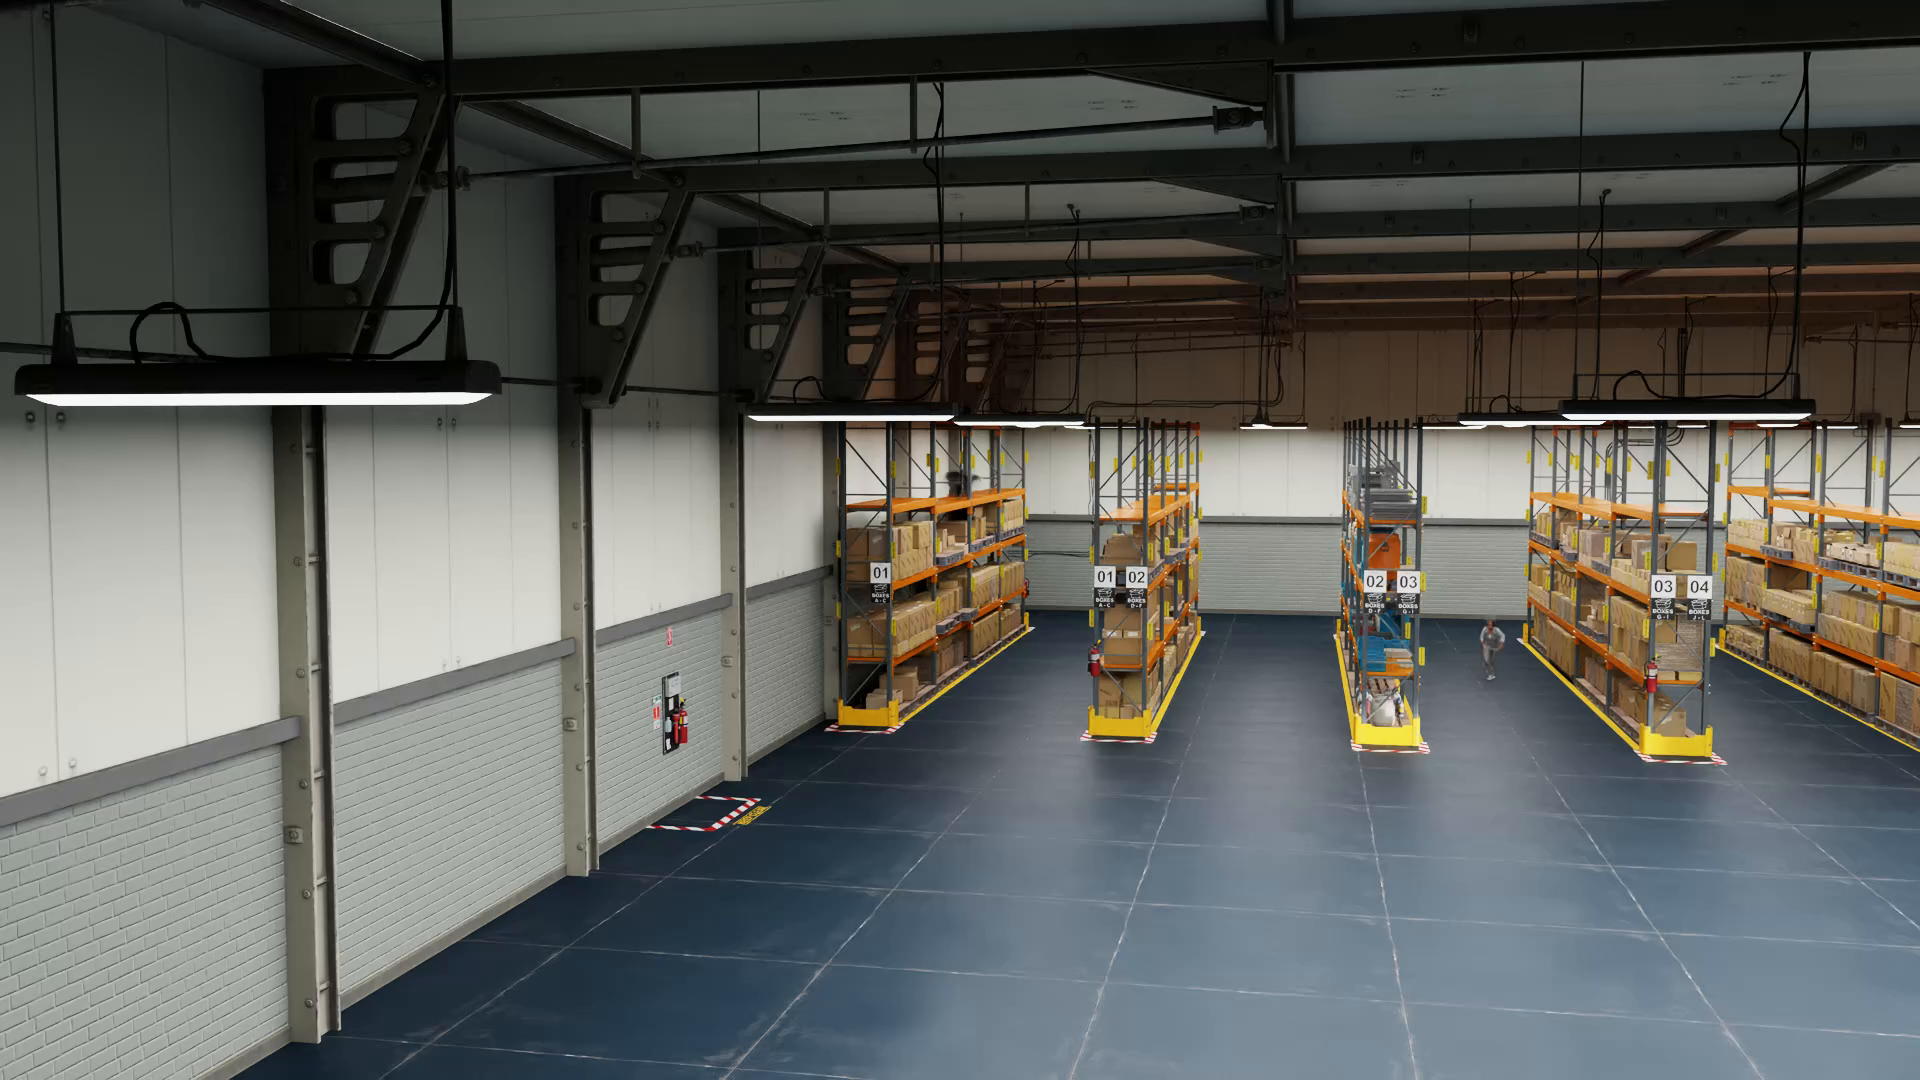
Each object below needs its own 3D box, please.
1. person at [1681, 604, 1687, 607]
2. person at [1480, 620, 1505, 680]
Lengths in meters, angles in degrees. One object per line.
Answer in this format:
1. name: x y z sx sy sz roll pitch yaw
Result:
1. person: 18.926 2.049 43.605 0.647 1.764 0.677 1 4 14
2. person: 12.313 2.522 38.445 0.554 1.423 0.835 1 4 22
